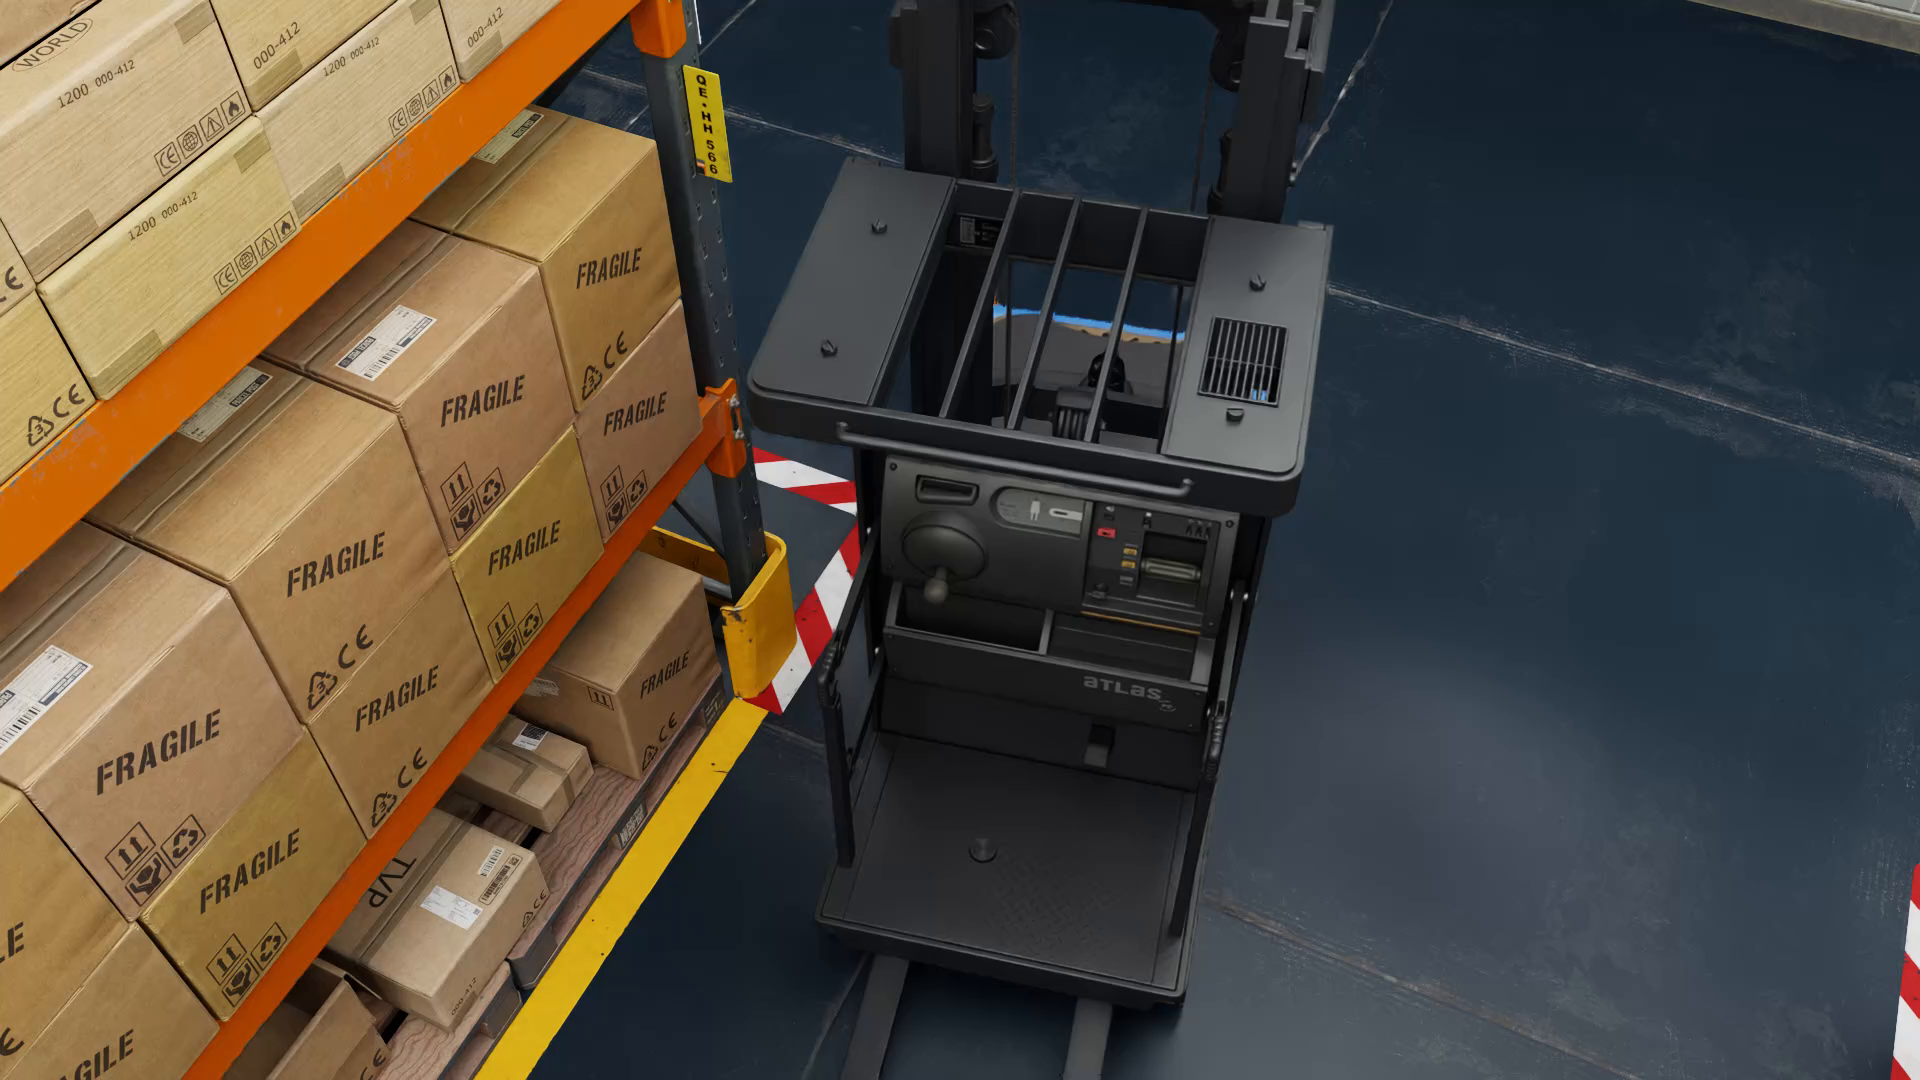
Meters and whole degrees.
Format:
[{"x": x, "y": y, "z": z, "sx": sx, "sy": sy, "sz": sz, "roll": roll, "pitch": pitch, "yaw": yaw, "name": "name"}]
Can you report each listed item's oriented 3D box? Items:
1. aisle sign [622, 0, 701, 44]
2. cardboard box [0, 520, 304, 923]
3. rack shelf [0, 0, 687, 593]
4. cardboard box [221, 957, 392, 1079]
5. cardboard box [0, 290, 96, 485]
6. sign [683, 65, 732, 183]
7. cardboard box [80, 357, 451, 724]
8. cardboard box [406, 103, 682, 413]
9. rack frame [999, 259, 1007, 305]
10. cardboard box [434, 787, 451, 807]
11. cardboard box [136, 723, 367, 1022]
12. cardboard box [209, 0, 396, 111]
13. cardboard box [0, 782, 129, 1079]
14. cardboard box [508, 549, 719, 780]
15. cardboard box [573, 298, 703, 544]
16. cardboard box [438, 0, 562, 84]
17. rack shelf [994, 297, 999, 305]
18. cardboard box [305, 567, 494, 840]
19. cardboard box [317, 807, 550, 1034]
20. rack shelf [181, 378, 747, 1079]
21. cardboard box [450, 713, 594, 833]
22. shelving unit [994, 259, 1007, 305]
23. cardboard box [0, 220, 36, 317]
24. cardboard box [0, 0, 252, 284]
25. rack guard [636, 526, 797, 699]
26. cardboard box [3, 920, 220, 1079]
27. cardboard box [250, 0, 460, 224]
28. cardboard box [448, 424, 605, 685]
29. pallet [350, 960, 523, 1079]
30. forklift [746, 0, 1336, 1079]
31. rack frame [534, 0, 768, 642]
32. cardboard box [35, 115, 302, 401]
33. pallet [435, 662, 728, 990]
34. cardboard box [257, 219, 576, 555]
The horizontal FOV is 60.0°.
[{"x": -0.824, "y": -1.554, "z": 3.896, "sx": 0.394, "sy": 0.787, "sz": 0.004, "roll": 20, "pitch": 52, "yaw": 16, "name": "aisle sign"}, {"x": -1.723, "y": 0.335, "z": 3.273, "sx": 0.500, "sy": 0.500, "sz": 0.500, "roll": 21, "pitch": 53, "yaw": 17, "name": "cardboard box"}, {"x": -1.984, "y": -0.126, "z": 2.891, "sx": 1.077, "sy": 0.370, "sz": 4.000, "roll": 20, "pitch": 52, "yaw": 16, "name": "rack shelf"}, {"x": -2.041, "y": 1.361, "z": 4.473, "sx": 0.797, "sy": 0.503, "sz": 0.637, "roll": 20, "pitch": 52, "yaw": 16, "name": "cardboard box"}, {"x": -1.764, "y": -0.220, "z": 2.597, "sx": 0.500, "sy": 0.250, "sz": 0.500, "roll": 20, "pitch": 52, "yaw": 16, "name": "cardboard box"}, {"x": -0.636, "y": -1.048, "z": 4.204, "sx": 0.100, "sy": 0.325, "sz": 0.005, "roll": 20, "pitch": 52, "yaw": 16, "name": "sign"}, {"x": -1.504, "y": -0.018, "z": 3.574, "sx": 0.500, "sy": 0.500, "sz": 0.500, "roll": 21, "pitch": 53, "yaw": 17, "name": "cardboard box"}, {"x": -1.071, "y": -0.725, "z": 4.175, "sx": 0.500, "sy": 0.500, "sz": 0.500, "roll": 19, "pitch": 52, "yaw": 16, "name": "cardboard box"}, {"x": 0.042, "y": -0.503, "z": 5.890, "sx": 0.240, "sy": 1.200, "sz": 0.006, "roll": -18, "pitch": 52, "yaw": -15, "name": "rack frame"}, {"x": -1.832, "y": 0.611, "z": 5.278, "sx": 0.500, "sy": 0.250, "sz": 0.500, "roll": 20, "pitch": 52, "yaw": 16, "name": "cardboard box"}, {"x": -1.727, "y": 0.647, "z": 3.664, "sx": 0.500, "sy": 0.500, "sz": 0.500, "roll": 19, "pitch": 52, "yaw": 16, "name": "cardboard box"}, {"x": -1.332, "y": -1.069, "z": 2.991, "sx": 0.500, "sy": 0.250, "sz": 0.500, "roll": 20, "pitch": 52, "yaw": 16, "name": "cardboard box"}, {"x": -1.943, "y": 0.691, "z": 2.970, "sx": 0.500, "sy": 0.500, "sz": 0.500, "roll": 18, "pitch": 52, "yaw": 15, "name": "cardboard box"}, {"x": -1.139, "y": 0.358, "z": 5.329, "sx": 0.500, "sy": 0.500, "sz": 0.500, "roll": 20, "pitch": 52, "yaw": 16, "name": "cardboard box"}, {"x": -1.075, "y": -0.400, "z": 4.555, "sx": 0.500, "sy": 0.500, "sz": 0.500, "roll": 21, "pitch": 53, "yaw": 17, "name": "cardboard box"}, {"x": -1.111, "y": -1.248, "z": 3.472, "sx": 0.500, "sy": 0.250, "sz": 0.500, "roll": 20, "pitch": 52, "yaw": 16, "name": "cardboard box"}, {"x": 0.006, "y": -0.772, "z": 5.704, "sx": 0.258, "sy": 0.103, "sz": 0.180, "roll": -18, "pitch": 52, "yaw": -15, "name": "rack shelf"}, {"x": -1.512, "y": 0.300, "z": 3.959, "sx": 0.500, "sy": 0.500, "sz": 0.500, "roll": 20, "pitch": 53, "yaw": 16, "name": "cardboard box"}, {"x": -1.572, "y": 1.083, "z": 4.875, "sx": 0.500, "sy": 0.250, "sz": 0.500, "roll": 20, "pitch": 52, "yaw": 16, "name": "cardboard box"}, {"x": -1.984, "y": 0.846, "z": 4.033, "sx": 1.077, "sy": 0.370, "sz": 4.000, "roll": 20, "pitch": 52, "yaw": 16, "name": "rack shelf"}, {"x": -1.394, "y": 0.715, "z": 5.243, "sx": 0.380, "sy": 0.166, "sz": 0.250, "roll": 20, "pitch": 52, "yaw": 16, "name": "cardboard box"}, {"x": 0.006, "y": -0.567, "z": 5.945, "sx": 0.258, "sy": 1.200, "sz": 0.189, "roll": -18, "pitch": 52, "yaw": -15, "name": "shelving unit"}, {"x": -1.757, "y": -0.379, "z": 2.404, "sx": 0.500, "sy": 0.250, "sz": 0.500, "roll": 20, "pitch": 52, "yaw": 16, "name": "cardboard box"}, {"x": -1.549, "y": -0.726, "z": 2.699, "sx": 0.500, "sy": 0.250, "sz": 0.500, "roll": 20, "pitch": 52, "yaw": 16, "name": "cardboard box"}, {"x": -1.162, "y": 0.098, "z": 5.838, "sx": 1.175, "sy": 0.500, "sz": 0.348, "roll": 20, "pitch": 52, "yaw": 16, "name": "rack guard"}, {"x": -1.943, "y": 0.998, "z": 3.366, "sx": 0.500, "sy": 0.500, "sz": 0.500, "roll": 20, "pitch": 52, "yaw": 16, "name": "cardboard box"}, {"x": -1.334, "y": -0.908, "z": 3.182, "sx": 0.500, "sy": 0.250, "sz": 0.500, "roll": 20, "pitch": 52, "yaw": 16, "name": "cardboard box"}, {"x": -1.293, "y": -0.041, "z": 4.250, "sx": 0.500, "sy": 0.500, "sz": 0.500, "roll": 20, "pitch": 53, "yaw": 16, "name": "cardboard box"}, {"x": -2.024, "y": 1.578, "z": 4.769, "sx": 1.003, "sy": 0.211, "sz": 1.213, "roll": 20, "pitch": 52, "yaw": 16, "name": "pallet"}, {"x": 0.204, "y": 0.127, "z": 4.218, "sx": 1.130, "sy": 2.935, "sz": 3.031, "roll": 10, "pitch": 50, "yaw": 8, "name": "forklift"}, {"x": -1.130, "y": -0.764, "z": 4.931, "sx": 1.000, "sy": 3.000, "sz": 0.127, "roll": 20, "pitch": 52, "yaw": 16, "name": "rack frame"}, {"x": -1.536, "y": -0.559, "z": 2.885, "sx": 0.500, "sy": 0.250, "sz": 0.500, "roll": 20, "pitch": 52, "yaw": 16, "name": "cardboard box"}, {"x": -1.502, "y": 0.741, "z": 5.481, "sx": 1.003, "sy": 0.211, "sz": 1.213, "roll": 20, "pitch": 52, "yaw": 16, "name": "pallet"}, {"x": -1.286, "y": -0.377, "z": 3.879, "sx": 0.500, "sy": 0.500, "sz": 0.500, "roll": 21, "pitch": 53, "yaw": 17, "name": "cardboard box"}]
